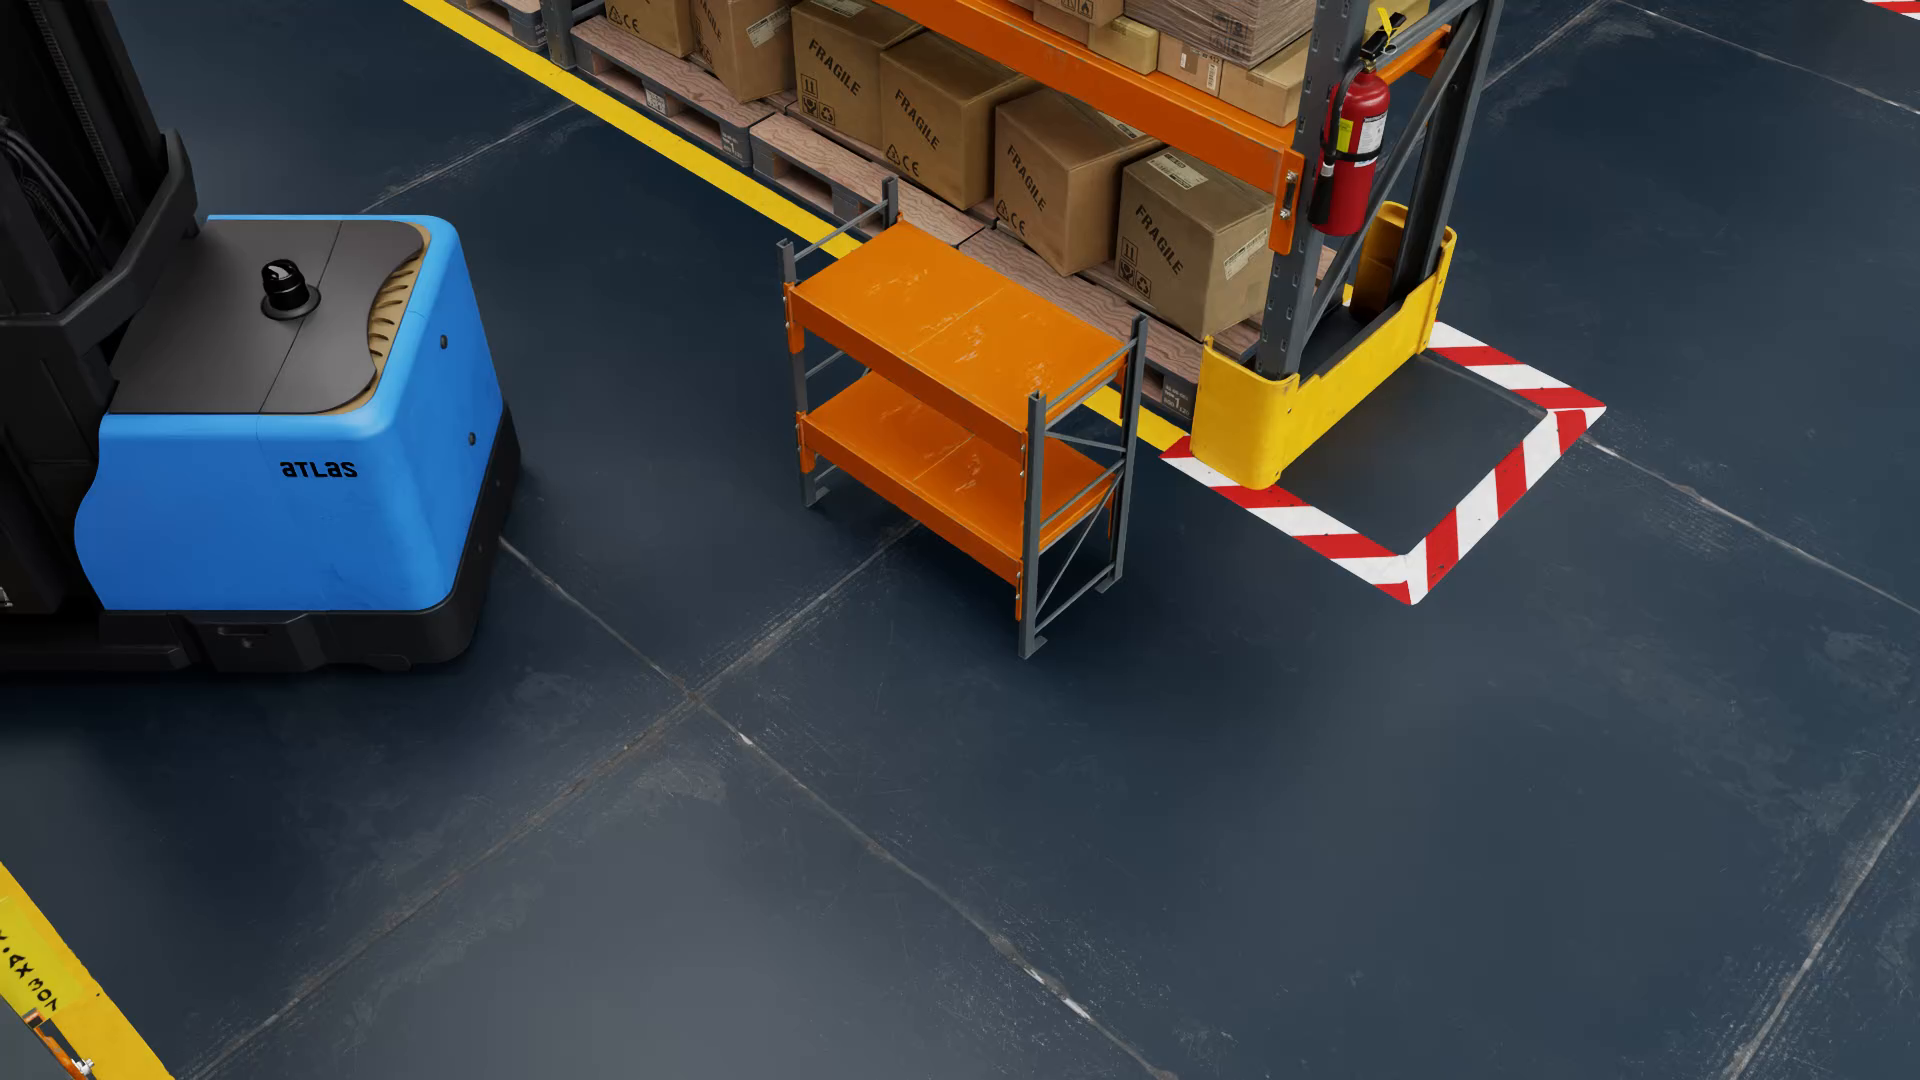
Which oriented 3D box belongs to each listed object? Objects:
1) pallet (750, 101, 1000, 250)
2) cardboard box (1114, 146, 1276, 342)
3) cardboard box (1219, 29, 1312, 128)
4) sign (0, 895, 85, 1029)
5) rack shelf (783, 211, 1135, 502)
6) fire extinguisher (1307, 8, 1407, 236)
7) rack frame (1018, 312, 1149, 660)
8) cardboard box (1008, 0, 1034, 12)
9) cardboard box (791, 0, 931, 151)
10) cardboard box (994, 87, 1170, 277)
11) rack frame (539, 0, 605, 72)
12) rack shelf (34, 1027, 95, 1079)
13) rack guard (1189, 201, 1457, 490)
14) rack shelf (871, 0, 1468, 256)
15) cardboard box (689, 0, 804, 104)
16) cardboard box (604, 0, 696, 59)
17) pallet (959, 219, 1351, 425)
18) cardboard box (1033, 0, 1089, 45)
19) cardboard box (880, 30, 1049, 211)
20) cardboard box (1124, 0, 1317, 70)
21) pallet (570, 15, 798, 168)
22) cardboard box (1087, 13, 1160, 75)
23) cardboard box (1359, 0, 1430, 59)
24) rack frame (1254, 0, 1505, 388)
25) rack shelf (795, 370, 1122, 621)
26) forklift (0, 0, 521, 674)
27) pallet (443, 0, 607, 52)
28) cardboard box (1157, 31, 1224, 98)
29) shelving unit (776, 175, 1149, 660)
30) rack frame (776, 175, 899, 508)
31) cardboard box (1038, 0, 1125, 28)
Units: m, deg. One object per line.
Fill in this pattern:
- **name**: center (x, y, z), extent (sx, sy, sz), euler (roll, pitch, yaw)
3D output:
- **pallet**: center (-0.134, -1.652, 7.156), extent (1.213, 0.211, 1.003), euler (34, 55, 28)
- **cardboard box**: center (0.940, -1.151, 6.200), extent (0.500, 0.500, 0.500), euler (-28, 53, -24)
- **cardboard box**: center (1.038, -1.489, 5.263), extent (0.250, 0.149, 0.380), euler (34, 55, 28)
- **sign**: center (-1.596, 0.721, 2.826), extent (0.005, 0.325, 0.100), euler (34, 55, 28)
- **rack shelf**: center (-0.005, -0.589, 5.130), extent (1.000, 0.278, 0.538), euler (34, 55, 28)
- **fire extinguisher**: center (1.159, -1.215, 4.886), extent (0.183, 0.674, 0.296), euler (34, 55, 28)
- **rack frame**: center (0.369, -0.137, 5.107), extent (0.032, 1.125, 0.500), euler (34, 55, 28)
- **cardboard box**: center (0.307, -1.987, 5.730), extent (0.250, 0.149, 0.380), euler (34, 55, 28)
- **cardboard box**: center (-0.350, -2.048, 7.042), extent (0.500, 0.500, 0.500), euler (29, 53, 25)
- **cardboard box**: center (0.477, -1.428, 6.460), extent (0.500, 0.500, 0.500), euler (-25, 52, -21)
- **rack frame**: center (-1.552, -3.523, 7.000), extent (0.127, 3.000, 1.000), euler (34, 55, 28)
- **rack shelf**: center (-3.442, 0.366, 3.843), extent (4.000, 0.370, 1.077), euler (34, 55, 28)
- **rack guard**: center (1.331, -0.727, 6.090), extent (0.348, 0.500, 1.175), euler (34, 55, 28)
- **rack shelf**: center (-0.083, -2.288, 6.334), extent (4.000, 0.370, 1.077), euler (34, 55, 28)
- **cardboard box**: center (-0.859, -2.313, 7.290), extent (0.500, 0.500, 0.500), euler (-22, 51, -19)
- **cardboard box**: center (-1.285, -2.592, 7.552), extent (0.500, 0.500, 0.500), euler (32, 55, 27)
- **pallet**: center (0.758, -1.049, 6.590), extent (1.213, 0.211, 1.003), euler (34, 55, 28)
- **cardboard box**: center (0.463, -1.841, 5.594), extent (0.250, 0.149, 0.380), euler (34, 55, 28)
- **cardboard box**: center (0.030, -1.748, 6.760), extent (0.500, 0.500, 0.500), euler (-33, 55, -27)
- **cardboard box**: center (1.002, -1.968, 5.267), extent (0.500, 0.500, 0.875), euler (34, 55, 28)
- **pallet**: center (-1.035, -2.255, 7.723), extent (1.213, 0.211, 1.003), euler (34, 55, 28)
- **cardboard box**: center (0.636, -1.709, 5.470), extent (0.250, 0.149, 0.380), euler (34, 55, 28)
- **cardboard box**: center (1.339, -1.728, 5.487), extent (0.250, 0.149, 0.380), euler (34, 55, 28)
- **rack frame**: center (1.387, -1.545, 5.143), extent (0.127, 3.000, 1.000), euler (34, 55, 28)
- **rack shelf**: center (-0.005, -0.221, 5.521), extent (1.000, 0.278, 0.538), euler (34, 55, 28)
- **forklift**: center (-3.084, -0.949, 4.630), extent (3.031, 2.935, 1.130), euler (0, 47, 0)
- **pallet**: center (-2.125, -2.952, 8.377), extent (1.213, 0.211, 1.003), euler (34, 55, 28)
- **cardboard box**: center (0.854, -1.613, 5.380), extent (0.250, 0.149, 0.380), euler (34, 55, 28)
- **shelving unit**: center (-0.005, -0.388, 5.343), extent (1.048, 1.125, 0.538), euler (34, 55, 28)
- **rack frame**: center (-0.379, -0.640, 5.579), extent (0.032, 1.125, 0.500), euler (34, 55, 28)
- **cardboard box**: center (0.553, -2.151, 5.439), extent (0.500, 0.500, 0.875), euler (34, 55, 28)
